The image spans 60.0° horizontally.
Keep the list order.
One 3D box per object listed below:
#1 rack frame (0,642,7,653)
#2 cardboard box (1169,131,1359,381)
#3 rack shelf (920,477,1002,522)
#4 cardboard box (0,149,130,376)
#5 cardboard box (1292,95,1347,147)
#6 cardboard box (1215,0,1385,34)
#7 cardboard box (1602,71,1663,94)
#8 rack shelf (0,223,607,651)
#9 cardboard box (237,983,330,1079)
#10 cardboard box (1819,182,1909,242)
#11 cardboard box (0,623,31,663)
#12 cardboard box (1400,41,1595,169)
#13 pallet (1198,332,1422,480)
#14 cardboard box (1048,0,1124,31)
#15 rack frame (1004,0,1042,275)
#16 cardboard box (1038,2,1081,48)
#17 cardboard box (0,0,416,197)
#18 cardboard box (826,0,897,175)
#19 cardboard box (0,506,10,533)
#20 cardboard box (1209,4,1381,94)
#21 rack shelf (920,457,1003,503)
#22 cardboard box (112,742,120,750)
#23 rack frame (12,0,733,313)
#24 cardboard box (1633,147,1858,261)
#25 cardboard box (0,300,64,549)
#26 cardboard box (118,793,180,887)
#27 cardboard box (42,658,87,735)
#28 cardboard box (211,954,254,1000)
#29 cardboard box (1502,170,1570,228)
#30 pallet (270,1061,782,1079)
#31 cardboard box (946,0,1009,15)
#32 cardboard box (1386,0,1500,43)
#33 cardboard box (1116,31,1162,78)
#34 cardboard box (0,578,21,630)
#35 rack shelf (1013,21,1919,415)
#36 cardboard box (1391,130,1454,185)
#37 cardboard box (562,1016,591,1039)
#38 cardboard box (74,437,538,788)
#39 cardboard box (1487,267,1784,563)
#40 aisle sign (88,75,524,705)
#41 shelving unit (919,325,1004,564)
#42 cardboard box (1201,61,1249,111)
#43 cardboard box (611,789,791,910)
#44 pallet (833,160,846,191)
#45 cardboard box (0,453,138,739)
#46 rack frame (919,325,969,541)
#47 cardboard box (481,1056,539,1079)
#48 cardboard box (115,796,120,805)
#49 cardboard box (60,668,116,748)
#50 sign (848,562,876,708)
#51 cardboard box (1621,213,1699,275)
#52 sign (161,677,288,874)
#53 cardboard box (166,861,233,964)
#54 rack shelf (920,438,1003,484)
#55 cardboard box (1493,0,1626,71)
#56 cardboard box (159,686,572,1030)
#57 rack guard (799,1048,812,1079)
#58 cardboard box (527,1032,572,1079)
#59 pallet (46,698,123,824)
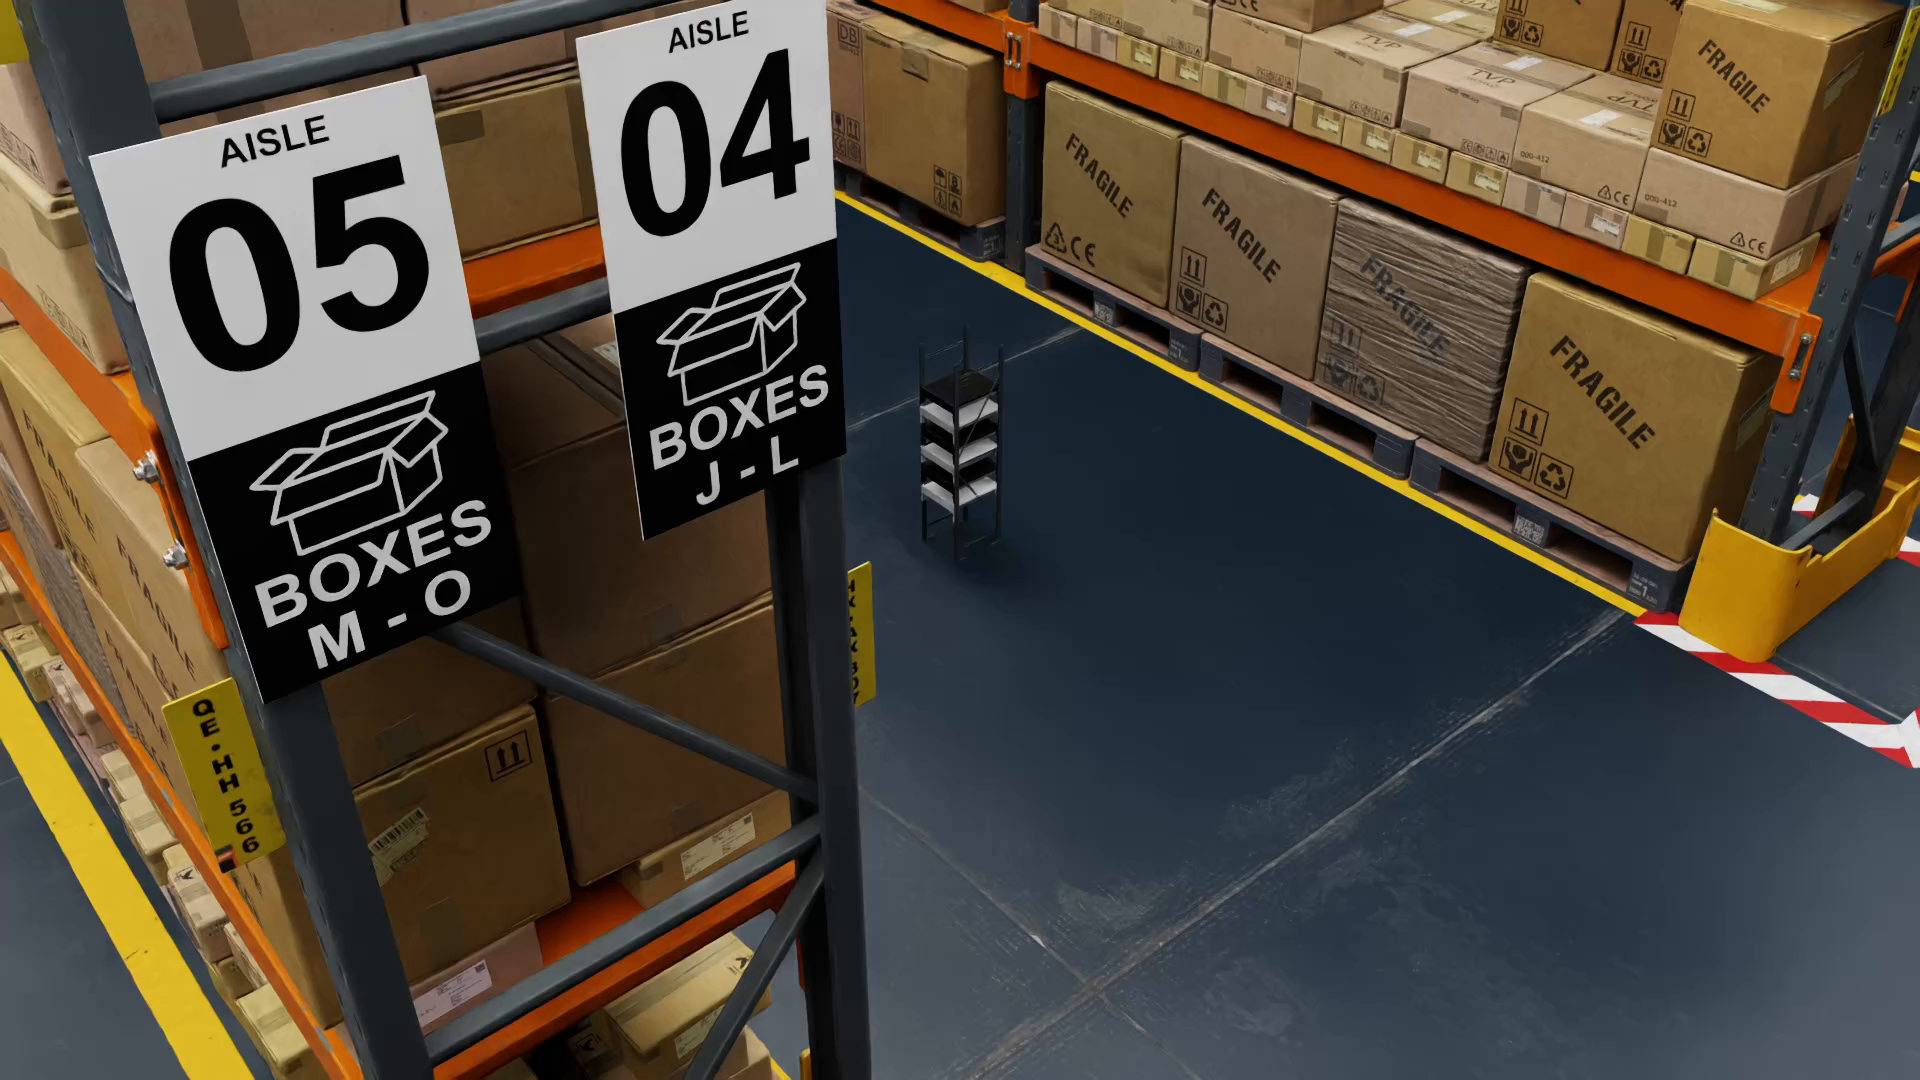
[{"bbox_3d":[-3.199,-1.019,5.594,1.000,3.000,0.127,-26,43,-32],"label":"rack frame"},{"bbox_3d":[1.600,-1.410,7.621,0.875,0.875,0.875,-26,43,-32],"label":"cardboard box"},{"bbox_3d":[0.005,-0.190,6.608,0.258,0.077,0.200,-26,43,-32],"label":"rack shelf"},{"bbox_3d":[-1.114,-0.518,2.421,0.500,0.250,0.500,-27,43,-33],"label":"cardboard box"},{"bbox_3d":[1.599,-1.780,6.885,0.380,0.149,0.250,-27,44,-33],"label":"cardboard box"},{"bbox_3d":[1.420,-2.436,6.818,0.500,0.500,0.500,-28,44,-33],"label":"cardboard box"},{"bbox_3d":[2.792,-1.659,6.369,0.500,0.250,0.500,-27,43,-32],"label":"cardboard box"},{"bbox_3d":[-1.909,-1.067,3.688,1.077,0.370,4.000,-26,43,-32],"label":"rack shelf"},{"bbox_3d":[-1.536,1.157,4.109,0.380,0.149,0.250,-27,43,-33],"label":"cardboard box"},{"bbox_3d":[3.259,-1.236,6.117,0.380,0.149,0.250,-25,43,-31],"label":"cardboard box"},{"bbox_3d":[-3.210,0.253,5.900,0.380,0.149,0.250,-28,44,-34],"label":"cardboard box"},{"bbox_3d":[2.065,-1.683,6.403,0.500,0.250,0.500,-28,44,-33],"label":"cardboard box"},{"bbox_3d":[1.877,-0.783,7.673,1.003,0.211,1.213,-26,43,-32],"label":"pallet"},{"bbox_3d":[0.758,-2.580,7.670,0.500,0.250,0.500,-27,43,-33],"label":"cardboard box"},{"bbox_3d":[0.655,-2.825,8.143,1.000,3.000,0.127,-26,43,-32],"label":"rack frame"},{"bbox_3d":[0.592,-2.468,7.856,0.380,0.149,0.250,-26,43,-32],"label":"cardboard box"},{"bbox_3d":[-1.110,-0.729,2.286,0.500,0.250,0.500,-27,44,-33],"label":"cardboard box"},{"bbox_3d":[-0.351,-2.798,9.581,1.225,0.875,0.875,-28,44,-33],"label":"cardboard box"},{"bbox_3d":[-2.450,-0.417,4.400,0.500,0.500,0.500,-27,43,-33],"label":"cardboard box"},{"bbox_3d":[1.414,-2.132,7.037,0.500,0.250,0.500,-25,42,-31],"label":"cardboard box"},{"bbox_3d":[0.005,-0.263,6.556,0.258,0.077,0.200,-26,43,-32],"label":"rack shelf"},{"bbox_3d":[-2.462,0.553,5.219,0.380,0.149,0.250,-24,42,-30],"label":"cardboard box"},{"bbox_3d":[-0.618,-1.702,1.367,1.000,3.000,0.127,-26,43,-32],"label":"rack frame"},{"bbox_3d":[2.721,-1.234,5.769,0.500,0.250,0.500,-27,43,-32],"label":"cardboard box"},{"bbox_3d":[-1.773,-0.383,3.486,0.500,0.500,0.500,-24,42,-30],"label":"cardboard box"},{"bbox_3d":[-2.208,0.807,4.861,0.380,0.149,0.250,-26,43,-31],"label":"cardboard box"},{"bbox_3d":[-2.838,0.461,5.607,0.380,0.149,0.250,-26,43,-32],"label":"cardboard box"},{"bbox_3d":[-1.857,1.038,4.535,0.380,0.149,0.250,-25,42,-31],"label":"cardboard box"},{"bbox_3d":[2.263,-1.327,6.246,0.380,0.149,0.250,-25,42,-31],"label":"cardboard box"},{"bbox_3d":[-1.164,1.479,4.479,1.003,0.211,1.213,-26,43,-32],"label":"pallet"},{"bbox_3d":[0.144,-2.970,8.262,0.500,0.500,0.500,-26,43,-32],"label":"cardboard box"},{"bbox_3d":[2.130,-2.110,7.007,0.500,0.250,0.500,-27,43,-33],"label":"cardboard box"},{"bbox_3d":[0.932,-2.236,7.529,0.380,0.149,0.250,-25,42,-30],"label":"cardboard box"},{"bbox_3d":[-3.210,0.131,5.816,0.380,0.149,0.250,-24,42,-30],"label":"cardboard box"},{"bbox_3d":[1.945,-1.648,7.104,1.077,0.370,4.000,-26,43,-32],"label":"rack shelf"},{"bbox_3d":[1.927,-1.555,6.568,0.380,0.149,0.250,-26,43,-32],"label":"cardboard box"},{"bbox_3d":[-0.894,1.148,4.379,0.380,0.149,0.250,-26,43,-32],"label":"cardboard box"},{"bbox_3d":[-1.103,0.067,2.851,0.500,0.500,0.500,-27,43,-33],"label":"cardboard box"},{"bbox_3d":[2.762,-0.616,6.499,0.875,0.875,0.875,-26,43,-32],"label":"cardboard box"},{"bbox_3d":[-0.800,-0.170,2.146,0.394,0.787,0.004,-26,43,-32],"label":"aisle sign"},{"bbox_3d":[0.005,-0.364,6.485,0.258,0.900,0.210,-26,43,-32],"label":"shelving unit"},{"bbox_3d":[1.268,-2.007,7.206,0.380,0.149,0.250,-27,43,-32],"label":"cardboard box"},{"bbox_3d":[-0.577,0.584,3.548,0.380,0.149,0.250,-26,43,-32],"label":"cardboard box"},{"bbox_3d":[-0.692,-2.538,10.151,1.003,0.211,1.213,-26,43,-32],"label":"pallet"},{"bbox_3d":[-1.768,0.032,3.765,0.500,0.500,0.500,-26,43,-32],"label":"cardboard box"},{"bbox_3d":[-0.060,-0.409,6.548,0.240,0.900,0.006,-26,43,-32],"label":"rack frame"},{"bbox_3d":[-1.153,1.357,3.828,0.380,0.149,0.250,-25,43,-31],"label":"cardboard box"},{"bbox_3d":[-2.341,0.811,5.113,0.380,0.149,0.250,-27,44,-33],"label":"cardboard box"},{"bbox_3d":[-2.514,0.446,5.114,0.380,0.149,0.250,-25,42,-31],"label":"cardboard box"},{"bbox_3d":[-0.204,0.191,3.136,0.100,0.325,0.005,-26,43,-32],"label":"sign"},{"bbox_3d":[2.586,-1.105,5.932,0.380,0.149,0.250,-26,43,-31],"label":"cardboard box"},{"bbox_3d":[-1.055,0.343,2.395,0.100,0.325,0.005,-26,43,-32],"label":"sign"},{"bbox_3d":[-1.870,0.922,4.442,0.380,0.149,0.250,-24,42,-30],"label":"cardboard box"},{"bbox_3d":[0.005,-0.336,6.504,0.258,0.077,0.200,-26,43,-32],"label":"rack shelf"},{"bbox_3d":[2.471,-2.185,6.463,0.500,0.500,0.500,-27,44,-33],"label":"cardboard box"},{"bbox_3d":[-1.105,0.482,3.130,0.500,0.500,0.500,-25,42,-31],"label":"cardboard box"},{"bbox_3d":[-0.667,1.733,3.870,1.175,0.500,0.348,-26,43,-32],"label":"rack guard"},{"bbox_3d":[-0.943,1.303,4.418,0.380,0.149,0.250,-26,43,-32],"label":"cardboard box"},{"bbox_3d":[-2.739,0.402,6.000,1.003,0.211,1.213,-26,43,-32],"label":"pallet"}]
